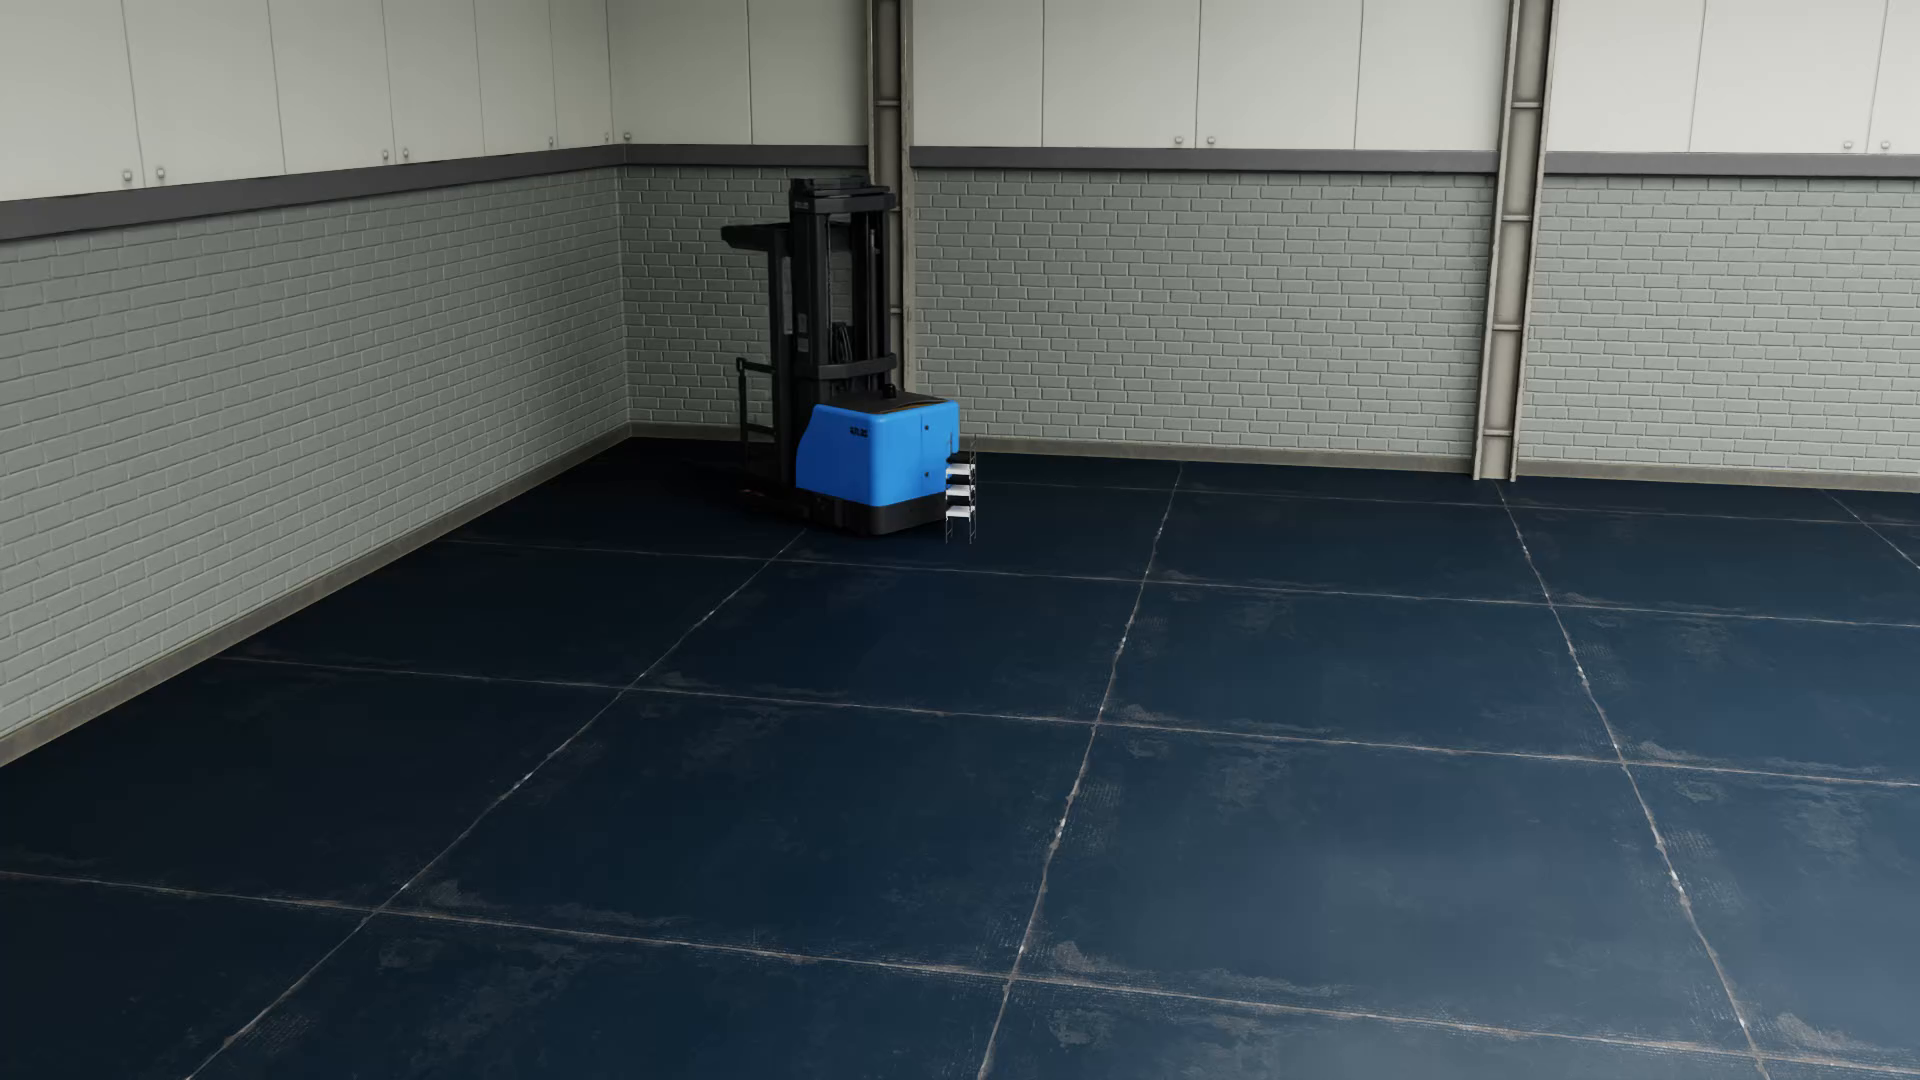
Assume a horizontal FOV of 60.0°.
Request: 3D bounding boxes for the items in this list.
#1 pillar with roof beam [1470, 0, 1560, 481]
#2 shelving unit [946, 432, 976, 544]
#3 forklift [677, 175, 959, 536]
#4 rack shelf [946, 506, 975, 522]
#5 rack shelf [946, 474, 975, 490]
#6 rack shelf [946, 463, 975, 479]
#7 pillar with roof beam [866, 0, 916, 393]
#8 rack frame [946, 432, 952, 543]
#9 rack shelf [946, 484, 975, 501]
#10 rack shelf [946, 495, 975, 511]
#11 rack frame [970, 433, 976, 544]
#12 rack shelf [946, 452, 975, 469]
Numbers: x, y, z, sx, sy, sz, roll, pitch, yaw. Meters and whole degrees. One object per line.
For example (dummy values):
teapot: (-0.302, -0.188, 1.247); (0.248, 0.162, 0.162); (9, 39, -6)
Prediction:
pillar with roof beam: (4.336, -3.826, 10.946); (0.400, 9.000, 9.100); (3, 16, 11)
shelving unit: (0.008, -0.433, 13.870); (0.210, 0.900, 0.258); (3, 16, 11)
forklift: (-1.399, -1.758, 14.847); (3.031, 2.935, 1.130); (15, 21, 42)
rack shelf: (0.008, -0.228, 13.927); (0.200, 0.077, 0.258); (3, 16, 11)
rack shelf: (0.008, -0.488, 13.855); (0.200, 0.077, 0.258); (3, 16, 11)
rack shelf: (0.008, -0.575, 13.831); (0.200, 0.077, 0.258); (3, 16, 11)
pillar with roof beam: (-1.544, -4.145, 12.098); (0.400, 9.000, 9.100); (3, 16, 11)
rack frame: (-0.092, -0.439, 13.890); (0.006, 0.900, 0.240); (3, 16, 11)
rack shelf: (0.008, -0.401, 13.879); (0.200, 0.077, 0.258); (3, 16, 11)
rack shelf: (0.008, -0.314, 13.903); (0.200, 0.077, 0.258); (3, 16, 11)
rack frame: (0.108, -0.428, 13.851); (0.006, 0.900, 0.240); (3, 16, 11)
rack shelf: (0.008, -0.661, 13.807); (0.200, 0.077, 0.258); (3, 16, 11)
